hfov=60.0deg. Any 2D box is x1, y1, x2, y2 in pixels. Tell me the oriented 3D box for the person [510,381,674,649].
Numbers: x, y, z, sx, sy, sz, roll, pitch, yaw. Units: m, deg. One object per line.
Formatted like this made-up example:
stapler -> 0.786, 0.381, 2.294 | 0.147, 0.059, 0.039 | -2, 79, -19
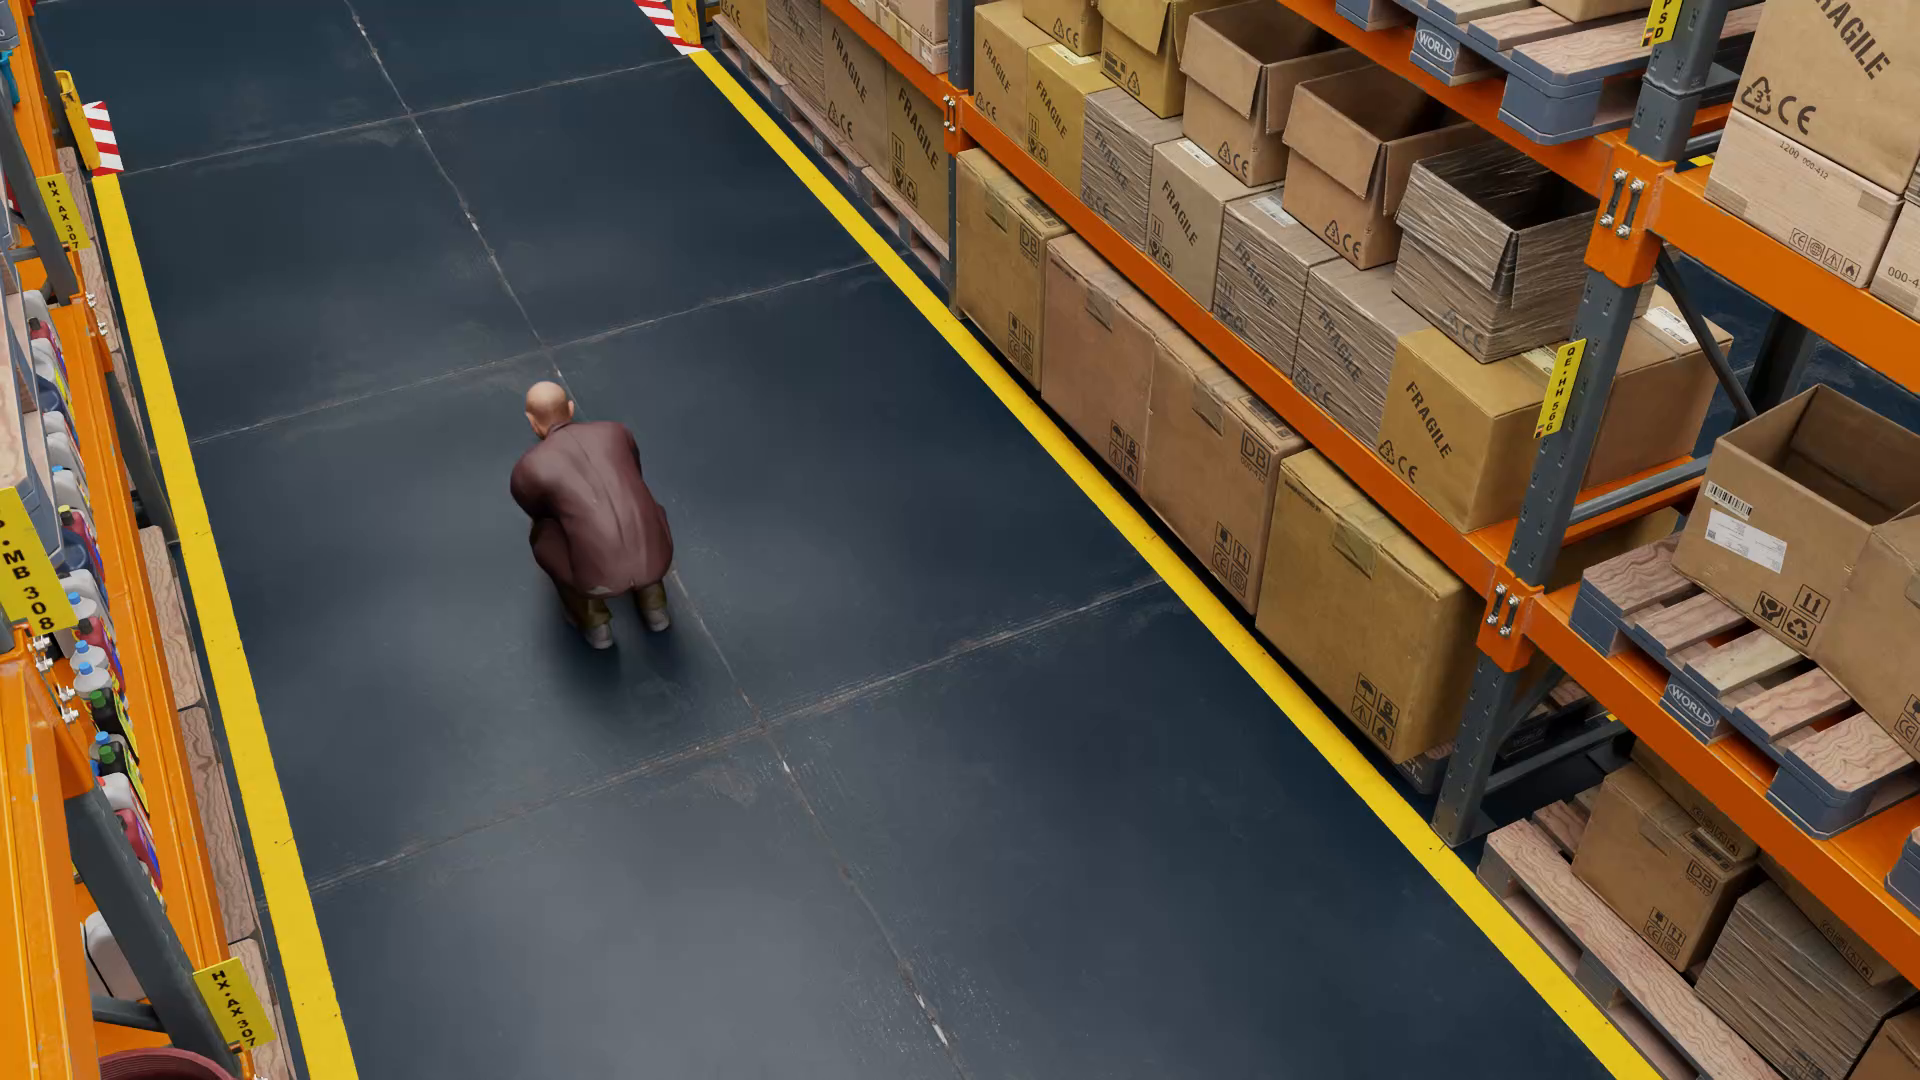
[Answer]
person -> -1.542, -0.140, 6.937 | 0.598, 0.995, 0.911 | -19, 44, -20
